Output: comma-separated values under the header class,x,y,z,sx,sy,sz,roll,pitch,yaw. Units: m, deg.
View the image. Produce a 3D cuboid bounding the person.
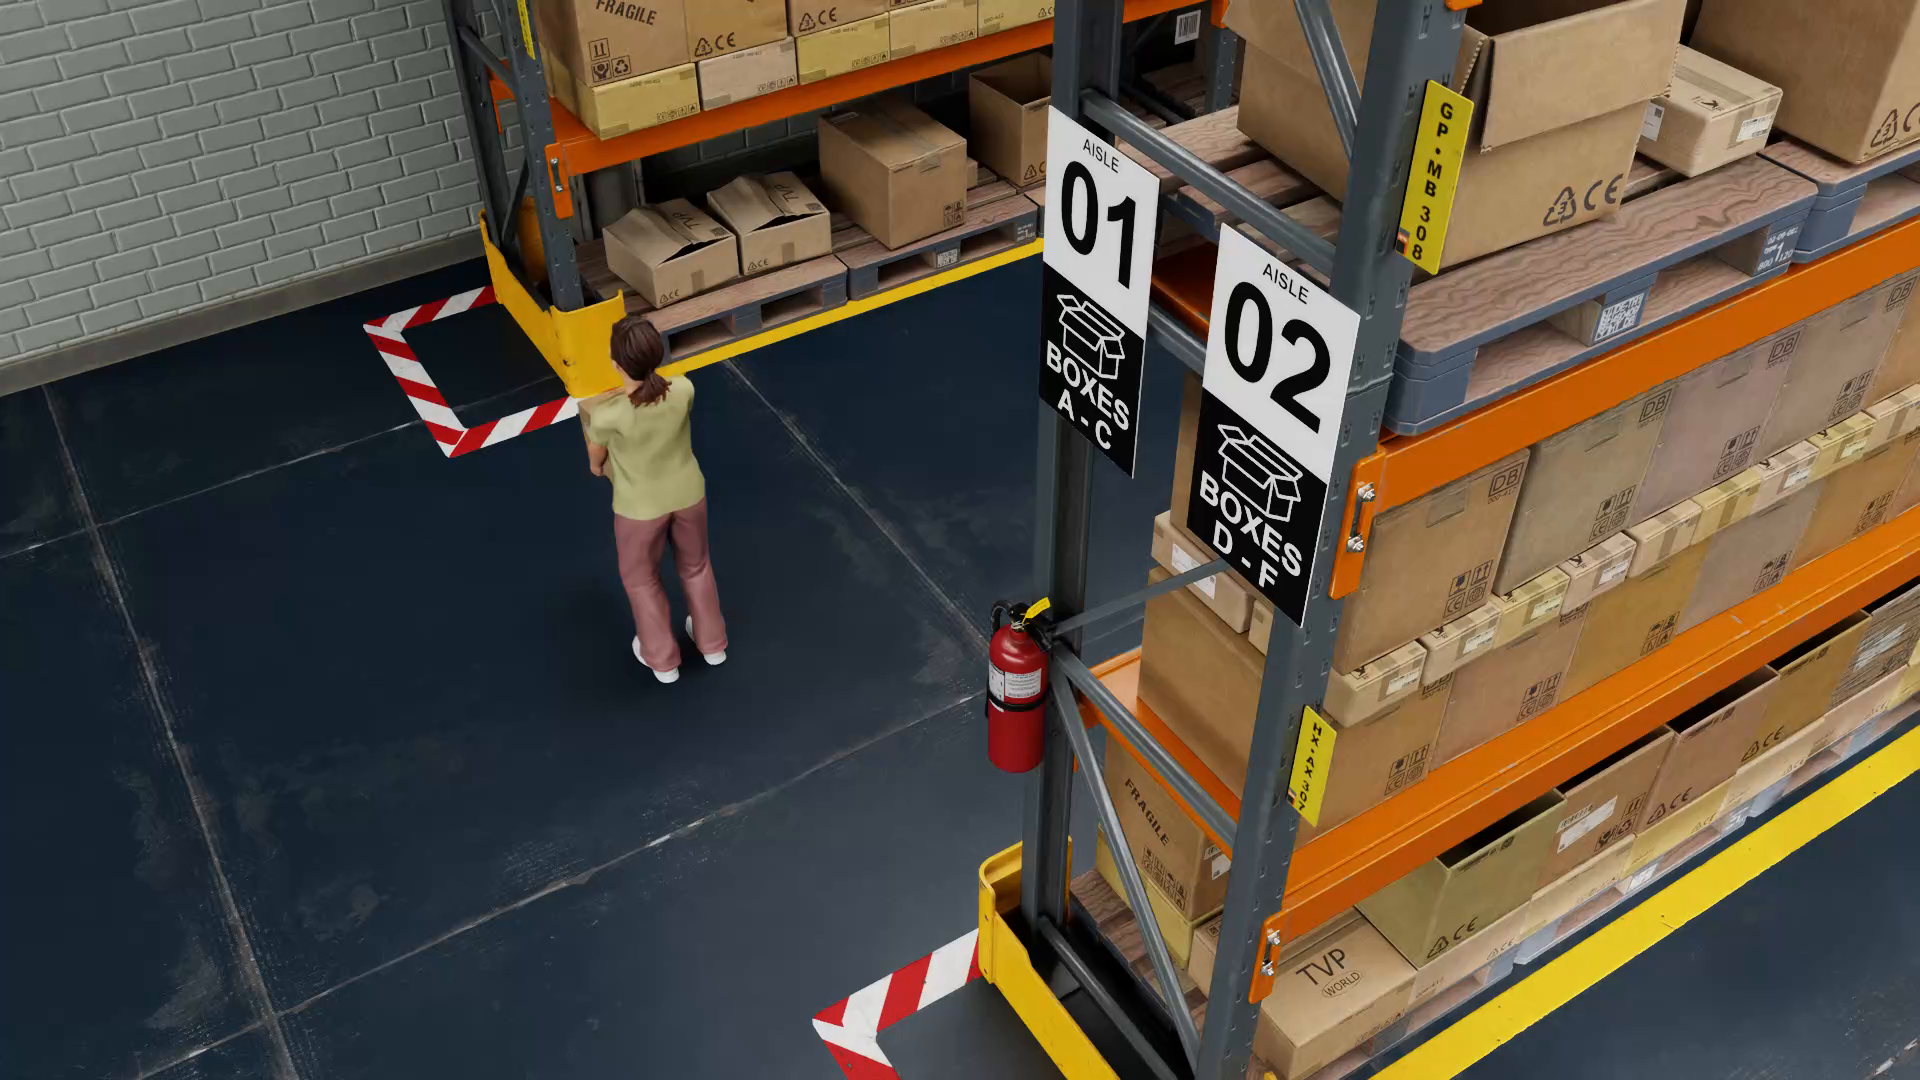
class,x,y,z,sx,sy,sz,roll,pitch,yaw
person,-1.192,-0.182,6.378,0.405,1.669,0.527,-23,46,-24
